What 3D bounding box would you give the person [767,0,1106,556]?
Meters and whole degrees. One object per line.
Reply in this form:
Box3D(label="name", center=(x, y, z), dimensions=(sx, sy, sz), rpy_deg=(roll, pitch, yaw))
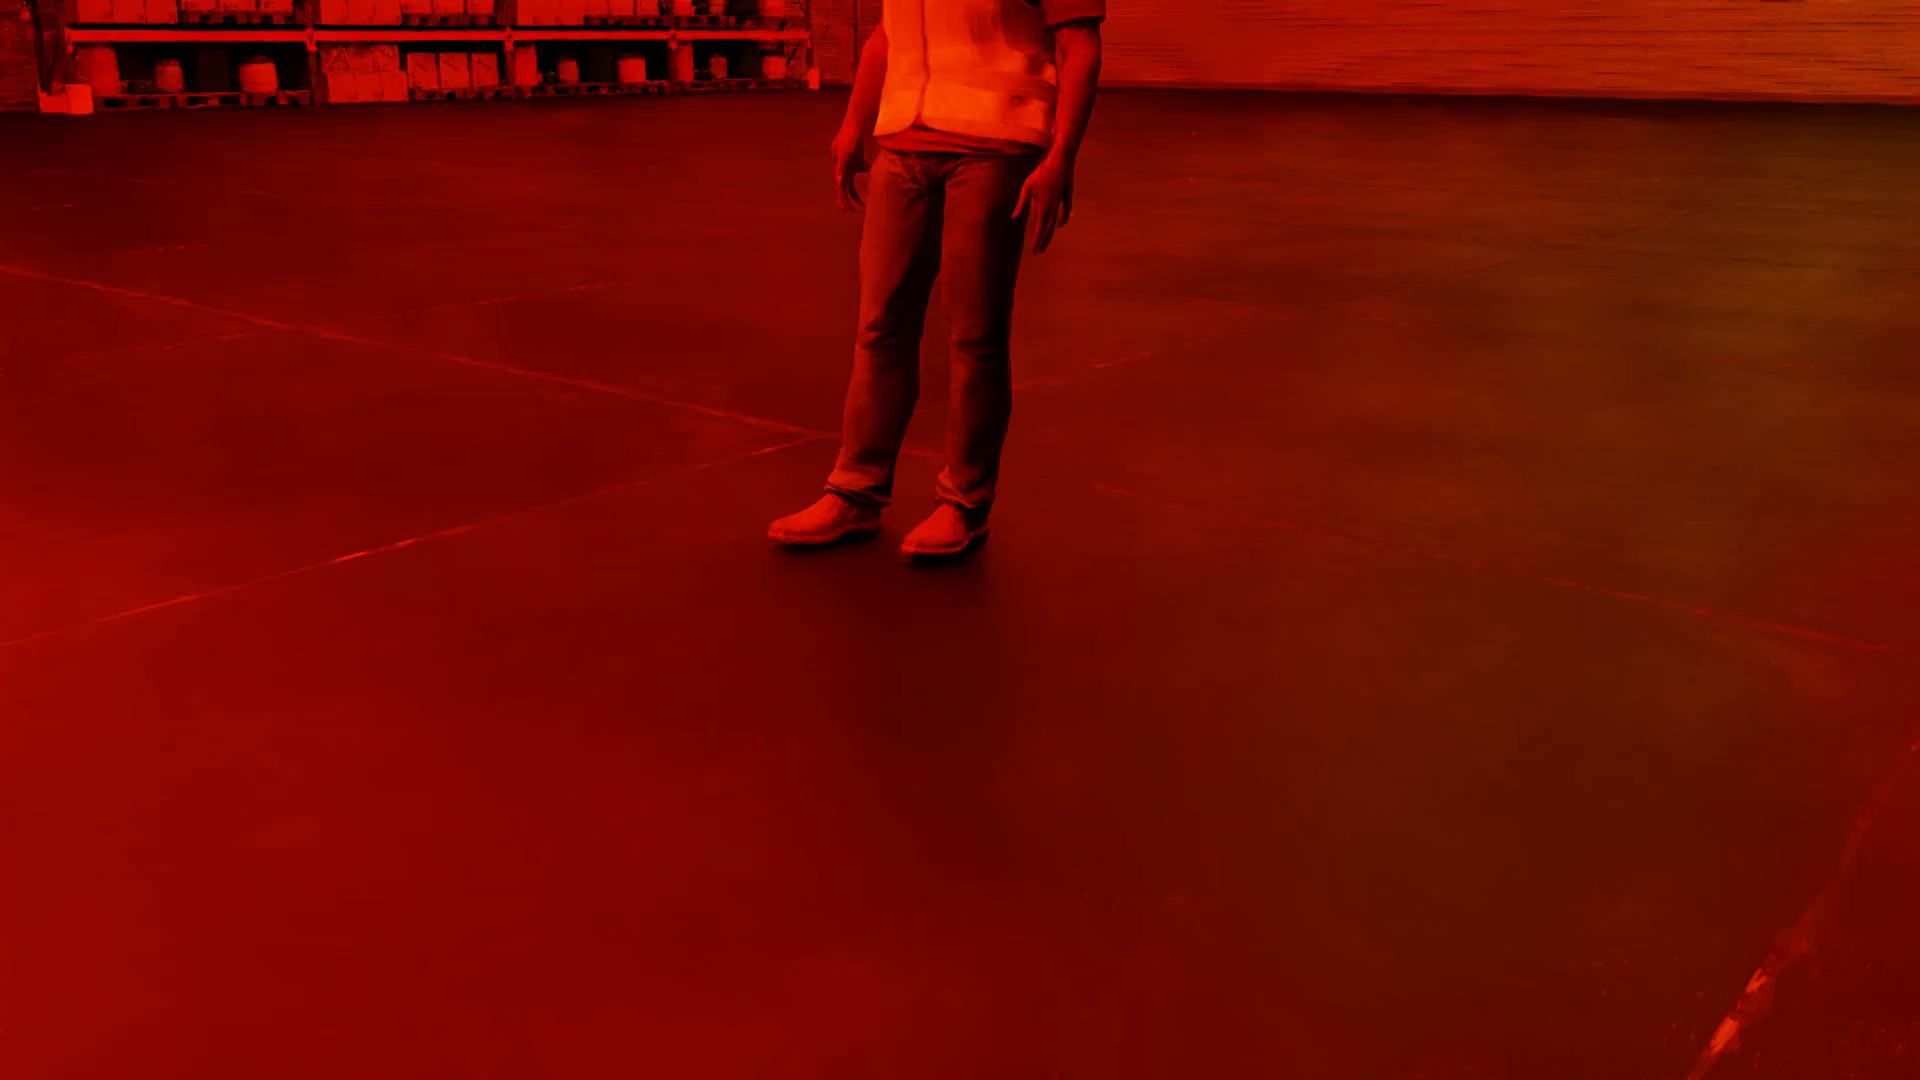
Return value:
Box3D(label="person", center=(-0.049, -0.837, 3.635), dimensions=(0.665, 1.766, 0.576), rpy_deg=(13, 21, 37))
